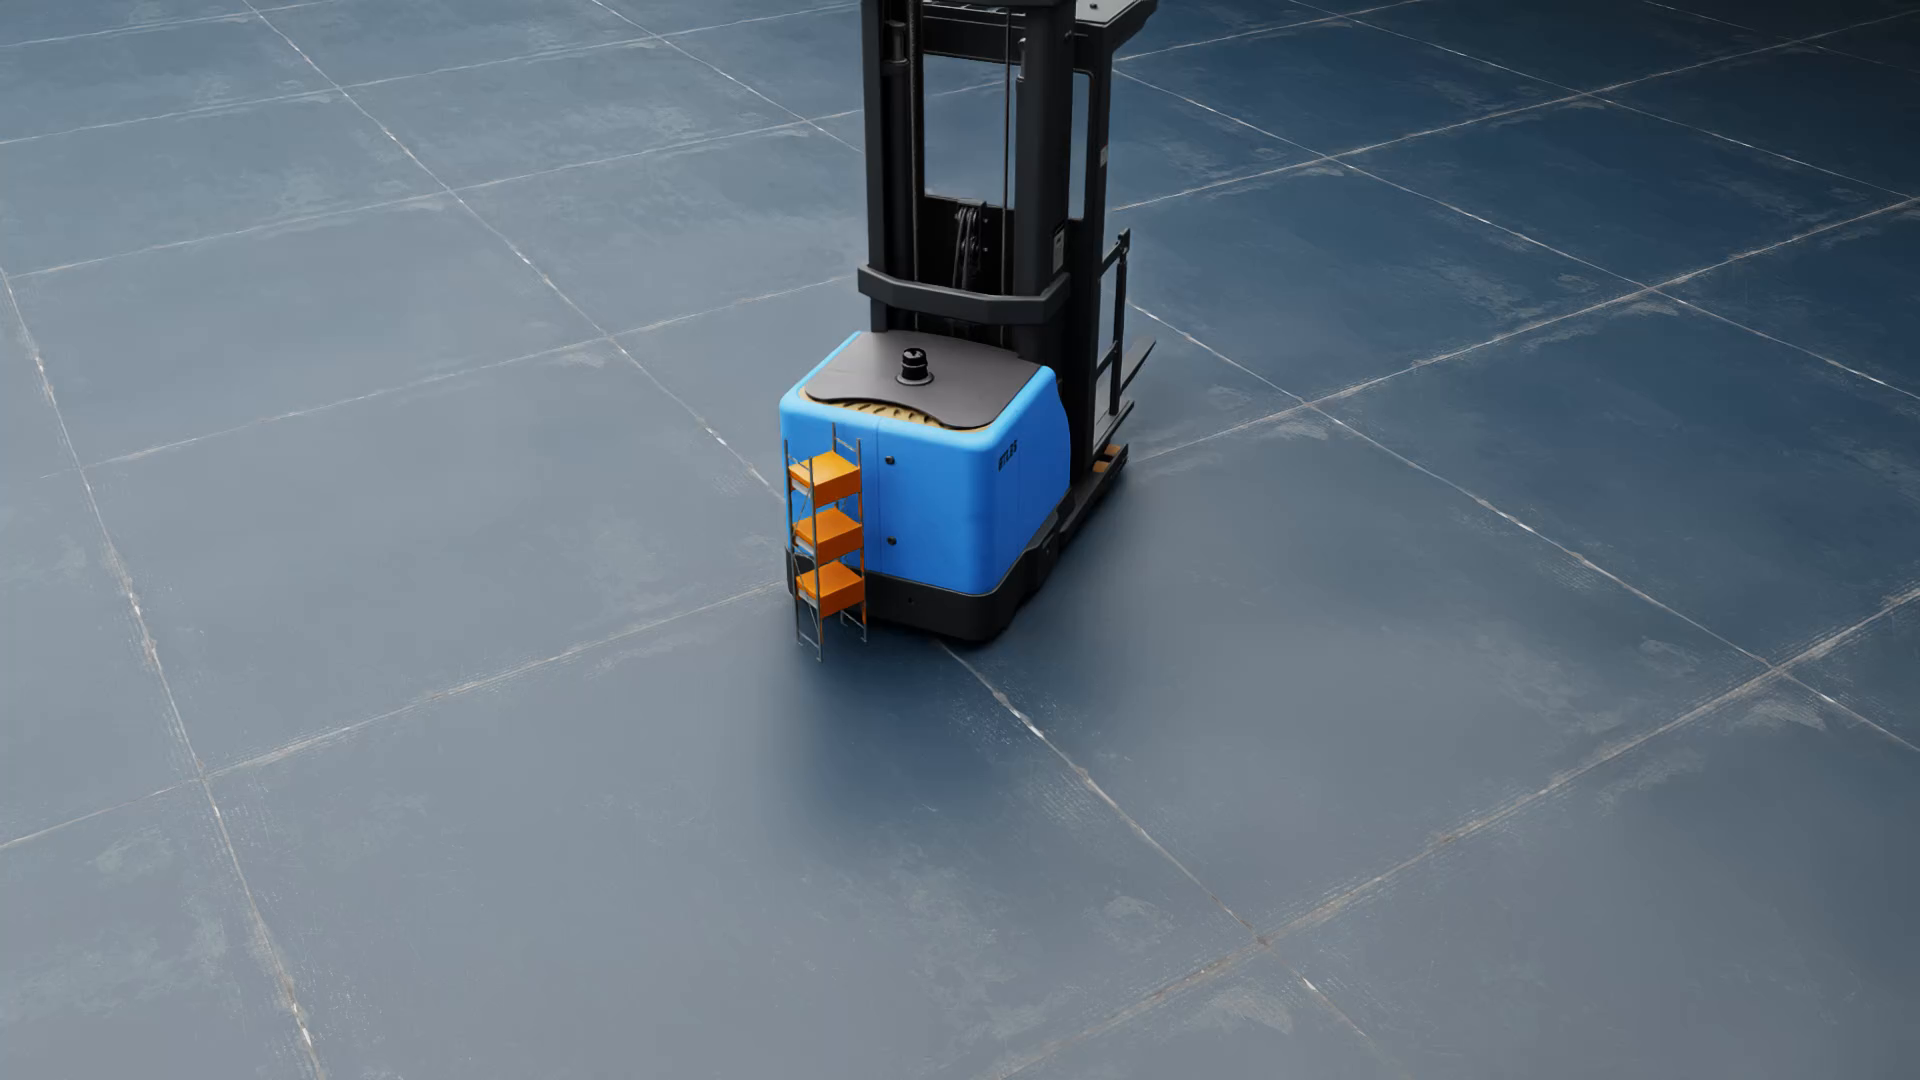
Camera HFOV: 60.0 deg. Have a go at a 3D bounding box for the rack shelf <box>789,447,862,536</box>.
[{"bbox_3d":[-0.578,-0.210,7.087,0.240,0.259,0.215,-23,39,-32],"label":"rack shelf"}]

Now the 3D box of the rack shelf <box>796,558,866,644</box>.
[{"bbox_3d":[-0.578,0.264,7.387,0.240,0.259,0.215,-23,39,-32],"label":"rack shelf"}]

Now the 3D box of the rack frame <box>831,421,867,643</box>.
[{"bbox_3d":[-0.483,-0.020,7.298,0.008,1.050,0.200,-23,39,-32],"label":"rack frame"}]

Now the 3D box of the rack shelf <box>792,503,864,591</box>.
[{"bbox_3d":[-0.578,0.030,7.238,0.240,0.259,0.215,-23,39,-32],"label":"rack shelf"}]

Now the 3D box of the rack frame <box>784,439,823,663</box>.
[{"bbox_3d":[-0.673,0.062,7.168,0.008,1.050,0.200,-23,39,-32],"label":"rack frame"}]

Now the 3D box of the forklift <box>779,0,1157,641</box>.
[{"bbox_3d":[0.239,-1.565,7.983,1.130,2.935,3.031,13,34,19],"label":"forklift"}]

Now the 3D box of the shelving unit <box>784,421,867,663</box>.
[{"bbox_3d":[-0.578,0.021,7.233,0.252,1.050,0.215,-23,39,-32],"label":"shelving unit"}]
